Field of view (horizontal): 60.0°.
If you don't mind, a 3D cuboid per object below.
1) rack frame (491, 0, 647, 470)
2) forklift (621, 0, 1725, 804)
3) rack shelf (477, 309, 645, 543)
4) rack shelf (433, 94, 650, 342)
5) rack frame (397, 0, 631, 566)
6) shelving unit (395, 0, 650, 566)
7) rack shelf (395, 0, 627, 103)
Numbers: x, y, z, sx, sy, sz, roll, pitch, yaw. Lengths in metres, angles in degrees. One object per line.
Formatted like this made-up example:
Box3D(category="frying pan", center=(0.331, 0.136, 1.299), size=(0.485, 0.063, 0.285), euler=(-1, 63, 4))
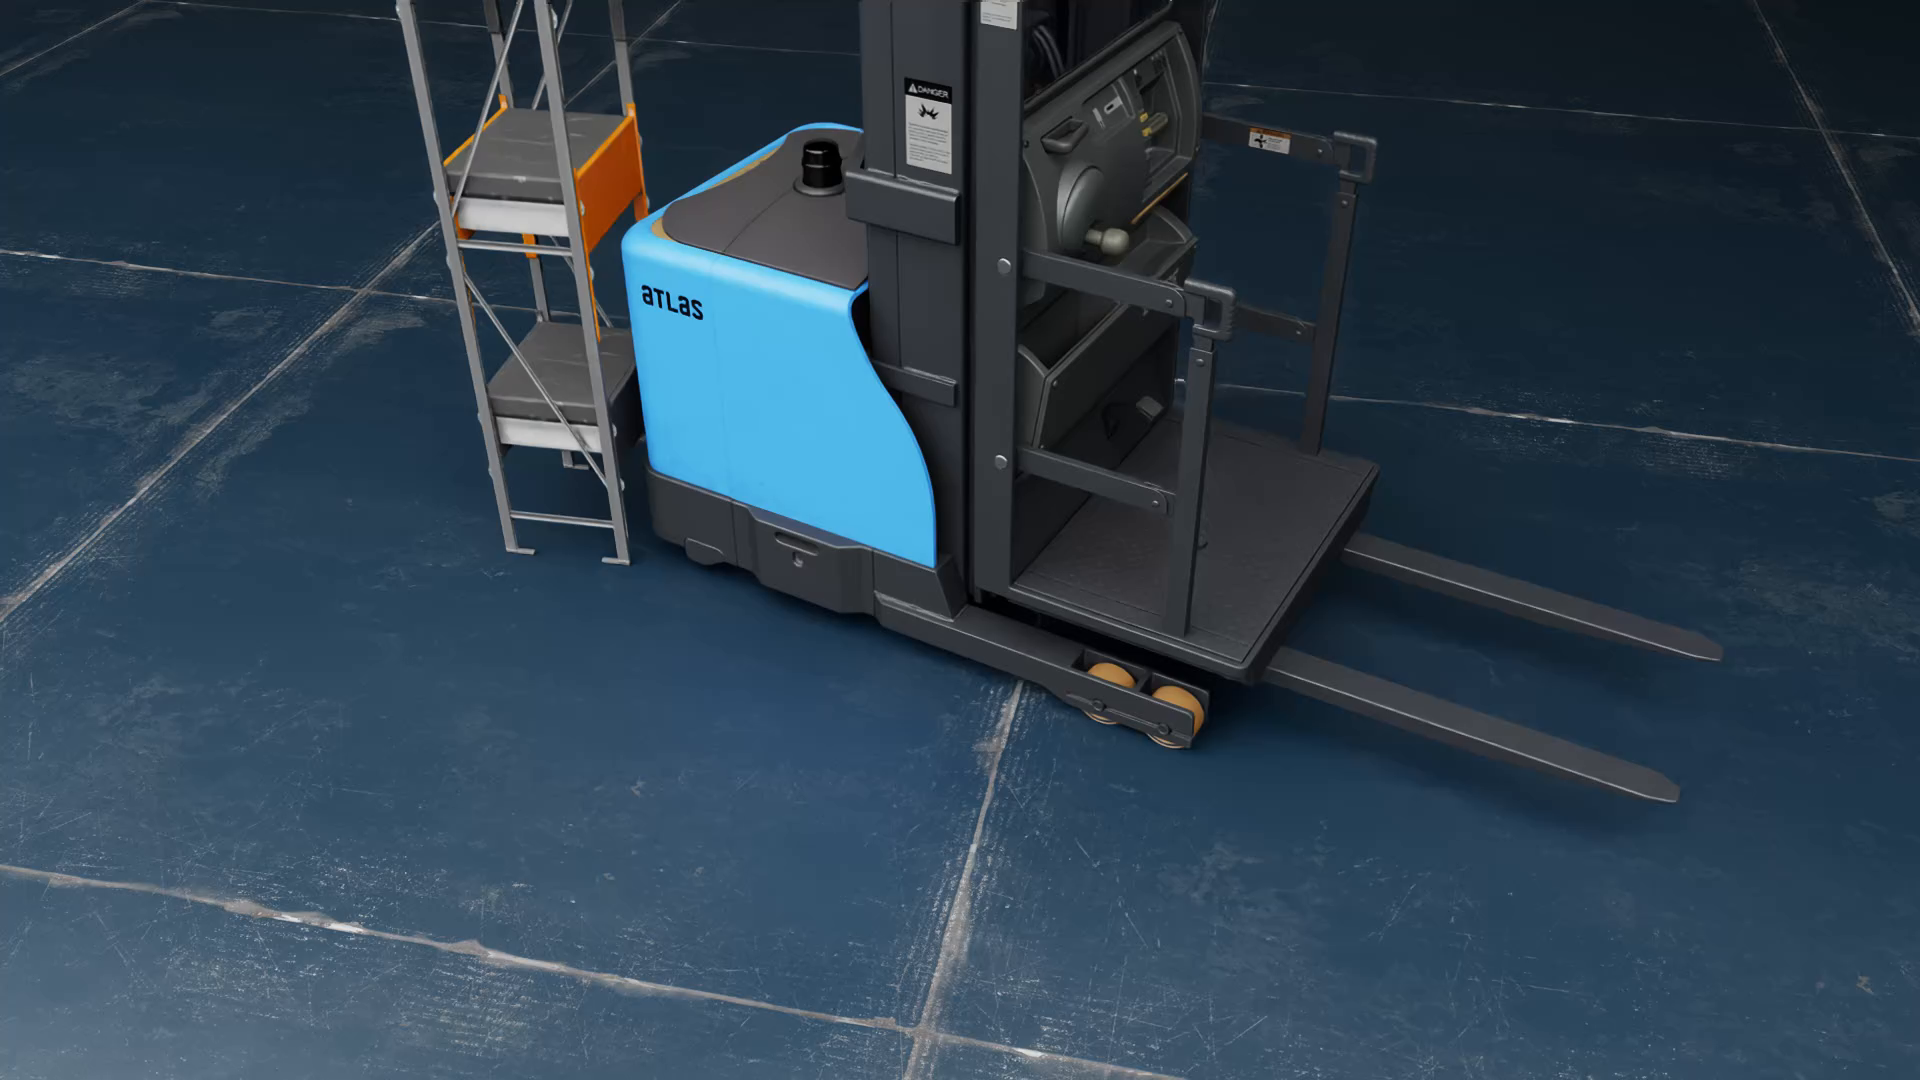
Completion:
Box3D(category="rack frame", center=(-1.133, -1.078, 4.947), size=(0.400, 2.100, 0.015), euler=(6, 36, 8))
Box3D(category="forklift", center=(0.575, -0.984, 4.111), size=(3.031, 2.935, 1.130), euler=(19, 40, 24))
Box3D(category="rack shelf", center=(-1.174, -0.358, 5.169), size=(0.431, 0.518, 0.480), euler=(6, 36, 8))
Box3D(category="rack shelf", center=(-1.176, -0.926, 4.760), size=(0.431, 0.518, 0.480), euler=(6, 36, 8))
Box3D(category="rack frame", center=(-1.218, -0.797, 4.557), size=(0.400, 2.100, 0.015), euler=(6, 36, 8))
Box3D(category="shelving unit", center=(-1.176, -0.937, 4.752), size=(0.431, 2.100, 0.503), euler=(6, 36, 8))
Box3D(category="rack shelf", center=(-1.177, -1.494, 4.351), size=(0.431, 0.518, 0.480), euler=(6, 36, 8))
